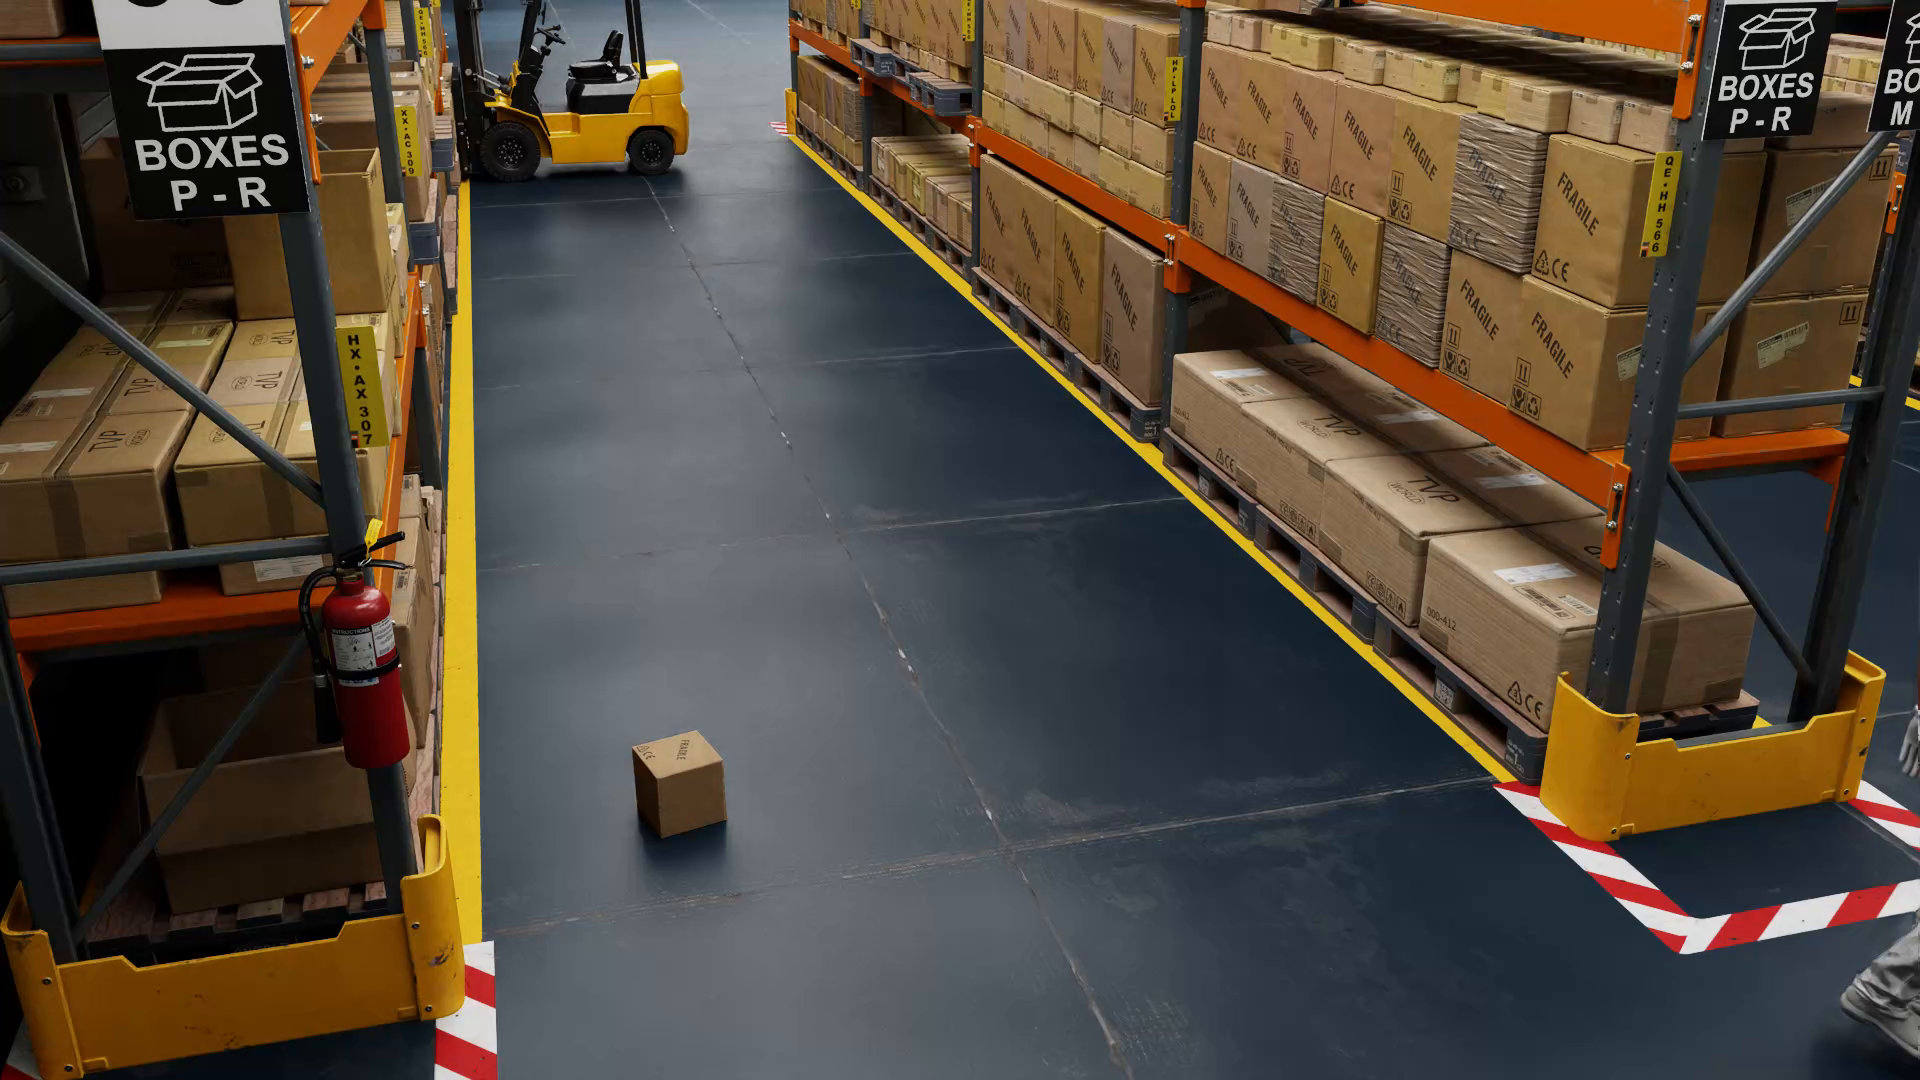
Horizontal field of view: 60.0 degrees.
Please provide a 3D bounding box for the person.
[{"bbox_3d":[2.825,0.607,4.613,0.568,1.769,0.600,-1,23,-3],"label":"person"}]
